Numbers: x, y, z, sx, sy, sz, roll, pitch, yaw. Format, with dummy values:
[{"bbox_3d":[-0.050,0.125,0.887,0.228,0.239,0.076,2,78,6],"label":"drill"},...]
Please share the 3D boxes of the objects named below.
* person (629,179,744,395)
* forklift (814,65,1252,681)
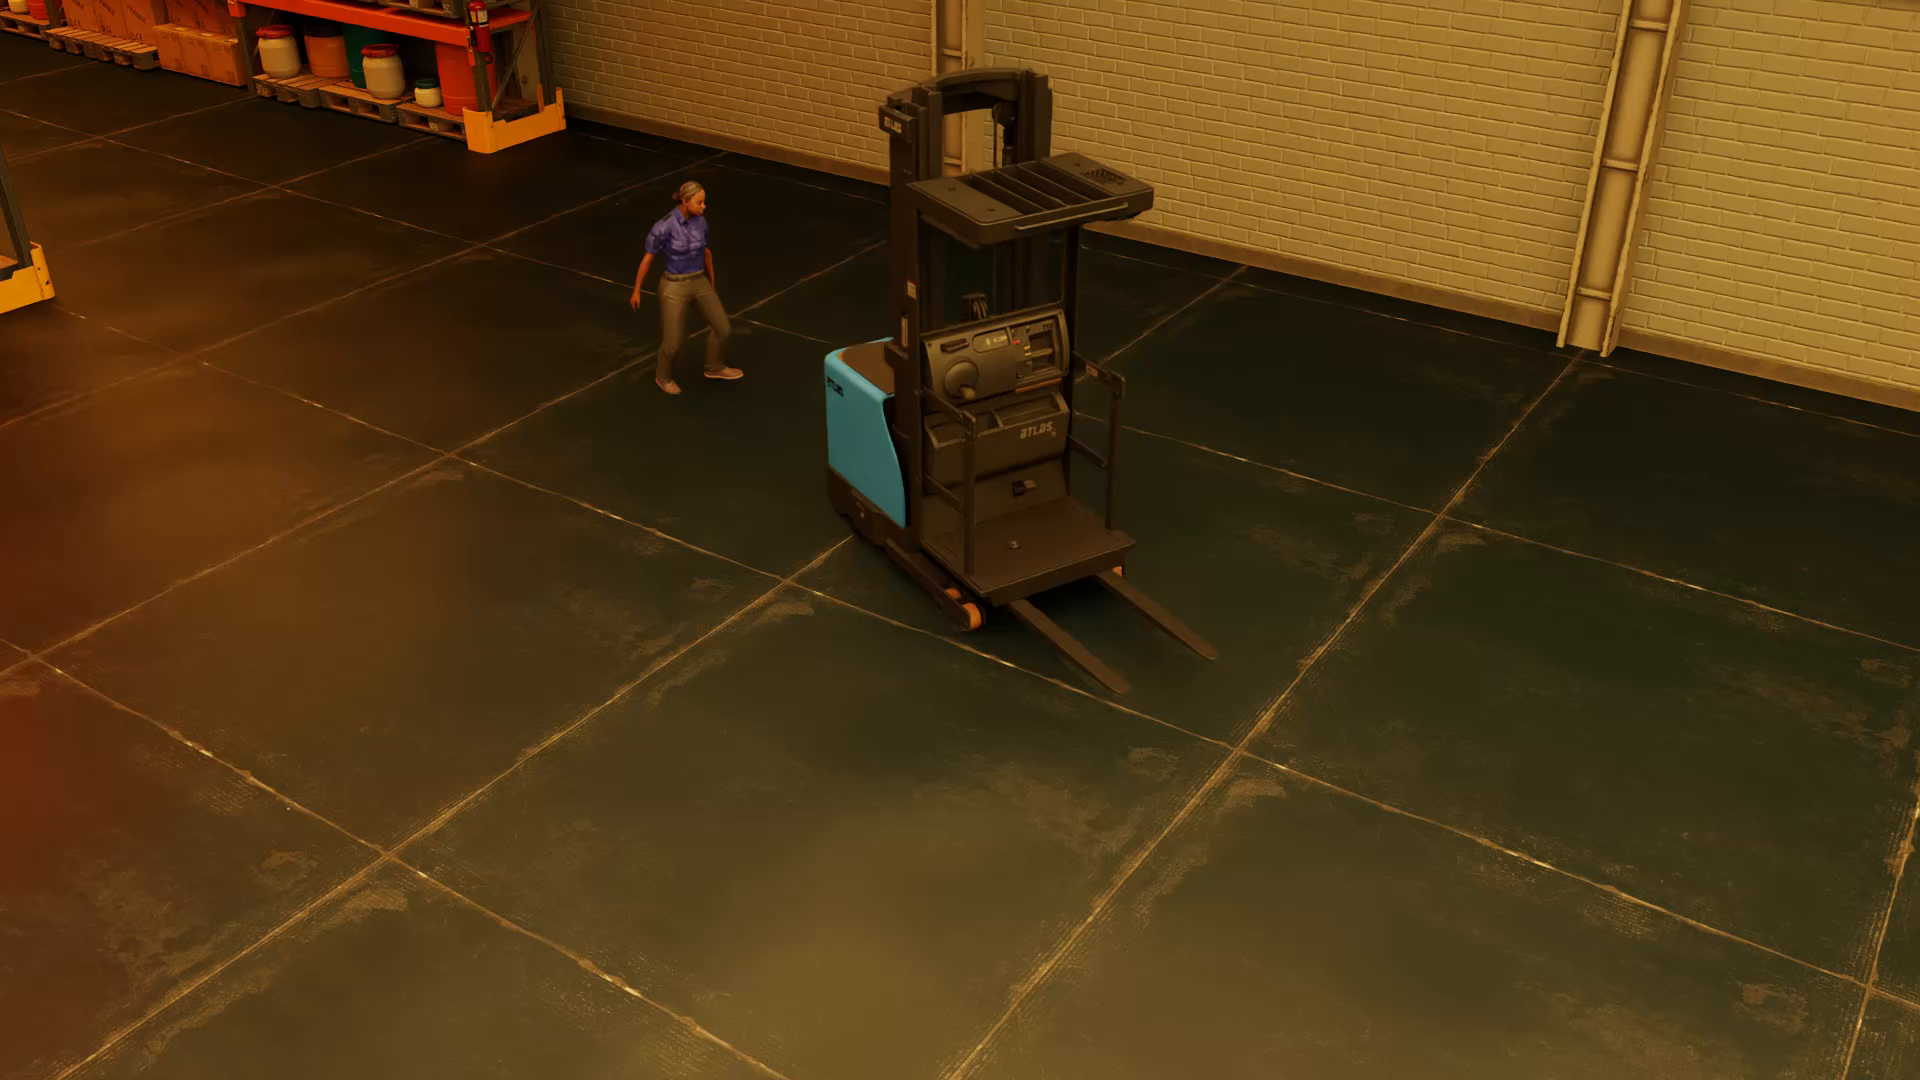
[{"bbox_3d":[-2.026,-1.846,12.101,0.808,1.628,0.400,-22,37,-33],"label":"person"},{"bbox_3d":[0.399,-1.031,9.357,1.130,2.935,3.031,-22,37,-33],"label":"forklift"}]
